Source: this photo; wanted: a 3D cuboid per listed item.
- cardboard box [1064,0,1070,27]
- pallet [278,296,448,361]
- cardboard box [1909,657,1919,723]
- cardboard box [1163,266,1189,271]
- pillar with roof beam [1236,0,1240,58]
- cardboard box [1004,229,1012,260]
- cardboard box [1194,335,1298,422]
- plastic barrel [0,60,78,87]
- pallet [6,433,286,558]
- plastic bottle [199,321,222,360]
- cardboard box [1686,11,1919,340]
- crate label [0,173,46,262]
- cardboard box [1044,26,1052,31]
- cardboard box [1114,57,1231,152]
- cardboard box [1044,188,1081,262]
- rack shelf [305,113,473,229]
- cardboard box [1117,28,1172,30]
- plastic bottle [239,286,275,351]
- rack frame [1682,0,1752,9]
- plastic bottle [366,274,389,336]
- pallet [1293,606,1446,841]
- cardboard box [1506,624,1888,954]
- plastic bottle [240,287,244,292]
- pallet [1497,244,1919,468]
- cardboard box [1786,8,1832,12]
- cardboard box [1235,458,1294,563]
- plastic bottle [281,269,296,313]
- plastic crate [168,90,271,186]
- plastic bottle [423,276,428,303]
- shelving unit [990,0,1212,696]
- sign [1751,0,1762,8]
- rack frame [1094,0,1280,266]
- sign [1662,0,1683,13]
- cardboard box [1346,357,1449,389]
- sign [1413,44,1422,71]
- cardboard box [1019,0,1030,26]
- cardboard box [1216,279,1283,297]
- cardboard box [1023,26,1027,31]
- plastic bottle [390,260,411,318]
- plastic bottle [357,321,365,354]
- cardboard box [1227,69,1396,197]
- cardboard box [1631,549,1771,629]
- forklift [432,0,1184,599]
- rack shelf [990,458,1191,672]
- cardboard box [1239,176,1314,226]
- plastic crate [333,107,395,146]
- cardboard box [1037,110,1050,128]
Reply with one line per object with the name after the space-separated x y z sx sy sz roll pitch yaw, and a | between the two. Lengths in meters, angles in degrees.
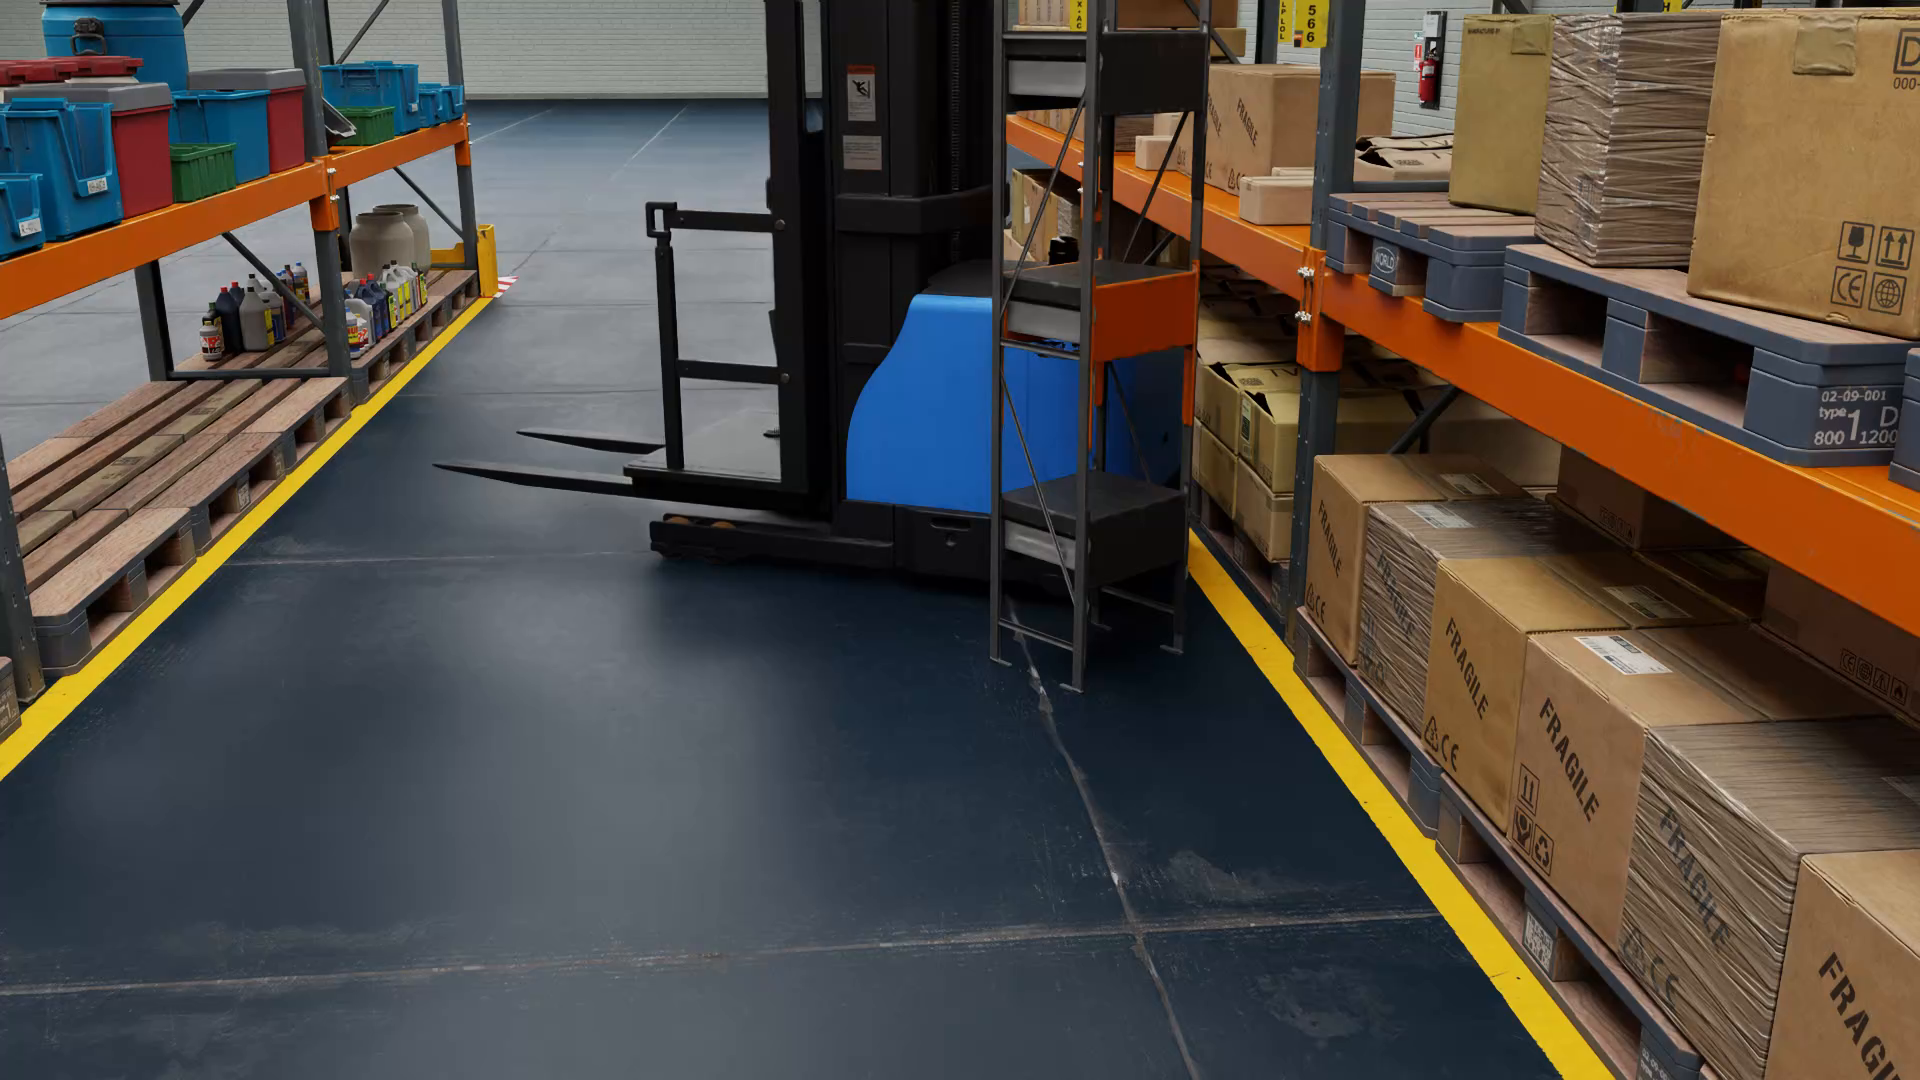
1.020 -3.371 10.073 0.700 0.500 0.500 -2 18 -6 | cardboard box
-3.908 -1.356 10.643 1.003 0.211 1.213 -2 18 -6 | pallet
2.091 0.287 2.943 0.500 0.250 0.500 -2 18 -6 | cardboard box
0.971 -1.297 8.755 0.500 0.311 0.500 -2 18 -5 | cardboard box
0.485 -11.528 28.374 9.100 9.000 0.400 -2 18 -6 | pillar with roof beam
0.598 -2.186 12.521 0.500 0.250 0.500 -2 18 -6 | cardboard box
1.180 -0.690 6.821 0.500 0.311 0.500 -2 18 -6 | cardboard box
-3.795 -1.675 6.777 0.433 0.535 0.433 0 17 0 | plastic barrel
-3.503 -0.193 6.939 1.003 0.211 1.213 -2 18 -6 | pallet
-4.099 -1.094 9.090 0.097 0.201 0.097 0 17 0 | plastic bottle
1.758 -0.661 2.908 0.700 0.500 0.500 -6 19 -20 | cardboard box
-3.009 -0.986 5.089 0.303 0.233 0.416 -2 18 -6 | crate label
0.748 -3.240 10.738 0.380 0.149 0.250 -2 18 -5 | cardboard box
1.124 -2.452 9.312 0.700 0.500 0.500 -2 18 -7 | cardboard box
0.816 -1.948 10.512 0.500 0.500 0.500 -2 18 -6 | cardboard box
-3.957 -2.373 10.429 1.077 0.370 4.000 -2 18 -6 | rack shelf
0.935 -2.704 9.032 0.380 0.149 0.250 -2 18 -6 | cardboard box
-3.961 -1.254 9.351 0.144 0.351 0.185 -2 18 -6 | plastic bottle
5.691 -3.618 13.194 1.000 3.000 0.127 -2 18 -6 | rack frame
-3.441 -1.376 9.740 0.144 0.351 0.185 -3 18 -8 | plastic bottle
1.628 0.474 4.816 1.003 0.211 1.213 -2 18 -6 | pallet
1.517 0.507 3.492 0.500 0.500 0.500 -2 18 -8 | cardboard box
-4.182 -1.322 9.679 0.061 0.283 0.133 -1 17 -2 | plastic bottle
1.794 -0.410 3.295 1.003 0.211 1.213 -2 18 -6 | pallet
5.648 -3.152 10.675 0.500 0.500 0.500 -2 18 -7 | cardboard box
1.292 -0.118 5.935 0.500 0.250 0.500 -1 17 -4 | cardboard box
-4.251 -1.568 10.485 0.097 0.271 0.097 0 17 0 | plastic bottle
-3.328 -1.794 7.409 0.392 0.384 0.575 -2 18 -6 | plastic crate
-3.538 -1.653 10.873 0.097 0.201 0.097 0 17 0 | plastic bottle
0.417 -0.616 5.132 0.503 2.100 0.431 -16 23 -41 | shelving unit
6.245 -4.333 13.009 0.100 0.325 0.005 -2 18 -6 | sign
1.176 -2.272 8.907 1.000 3.000 0.127 -2 18 -6 | rack frame
2.128 -1.615 5.012 0.100 0.325 0.005 -2 18 -6 | sign
1.764 -0.558 6.399 0.500 0.311 0.500 -2 18 -7 | cardboard box
5.833 -6.146 21.187 0.001 0.329 0.234 -2 18 -6 | sign
0.805 -3.975 11.999 0.700 0.500 0.500 -2 18 -5 | cardboard box
1.563 -1.162 8.323 0.500 0.311 0.500 -1 17 -4 | cardboard box
0.644 -3.545 11.710 0.380 0.149 0.250 -2 18 -5 | cardboard box
-3.504 -1.558 10.320 0.144 0.351 0.185 -1 17 -3 | plastic bottle
-3.358 -1.134 9.218 0.097 0.201 0.097 0 17 0 | plastic bottle
1.399 -1.628 6.687 0.500 0.500 0.500 -3 18 -9 | cardboard box
1.972 0.328 4.064 0.500 0.500 0.500 -2 18 -8 | cardboard box
-0.669 -1.442 6.377 3.031 2.935 1.130 6 18 19 | forklift
0.417 0.065 5.346 0.480 0.518 0.431 -16 23 -41 | rack shelf
1.221 -1.220 5.975 0.380 0.149 0.250 -2 18 -6 | cardboard box
-3.610 -2.432 9.771 0.450 0.188 0.662 -2 18 -6 | plastic crate
0.903 -3.068 11.274 0.700 0.500 0.500 -2 18 -5 | cardboard box
